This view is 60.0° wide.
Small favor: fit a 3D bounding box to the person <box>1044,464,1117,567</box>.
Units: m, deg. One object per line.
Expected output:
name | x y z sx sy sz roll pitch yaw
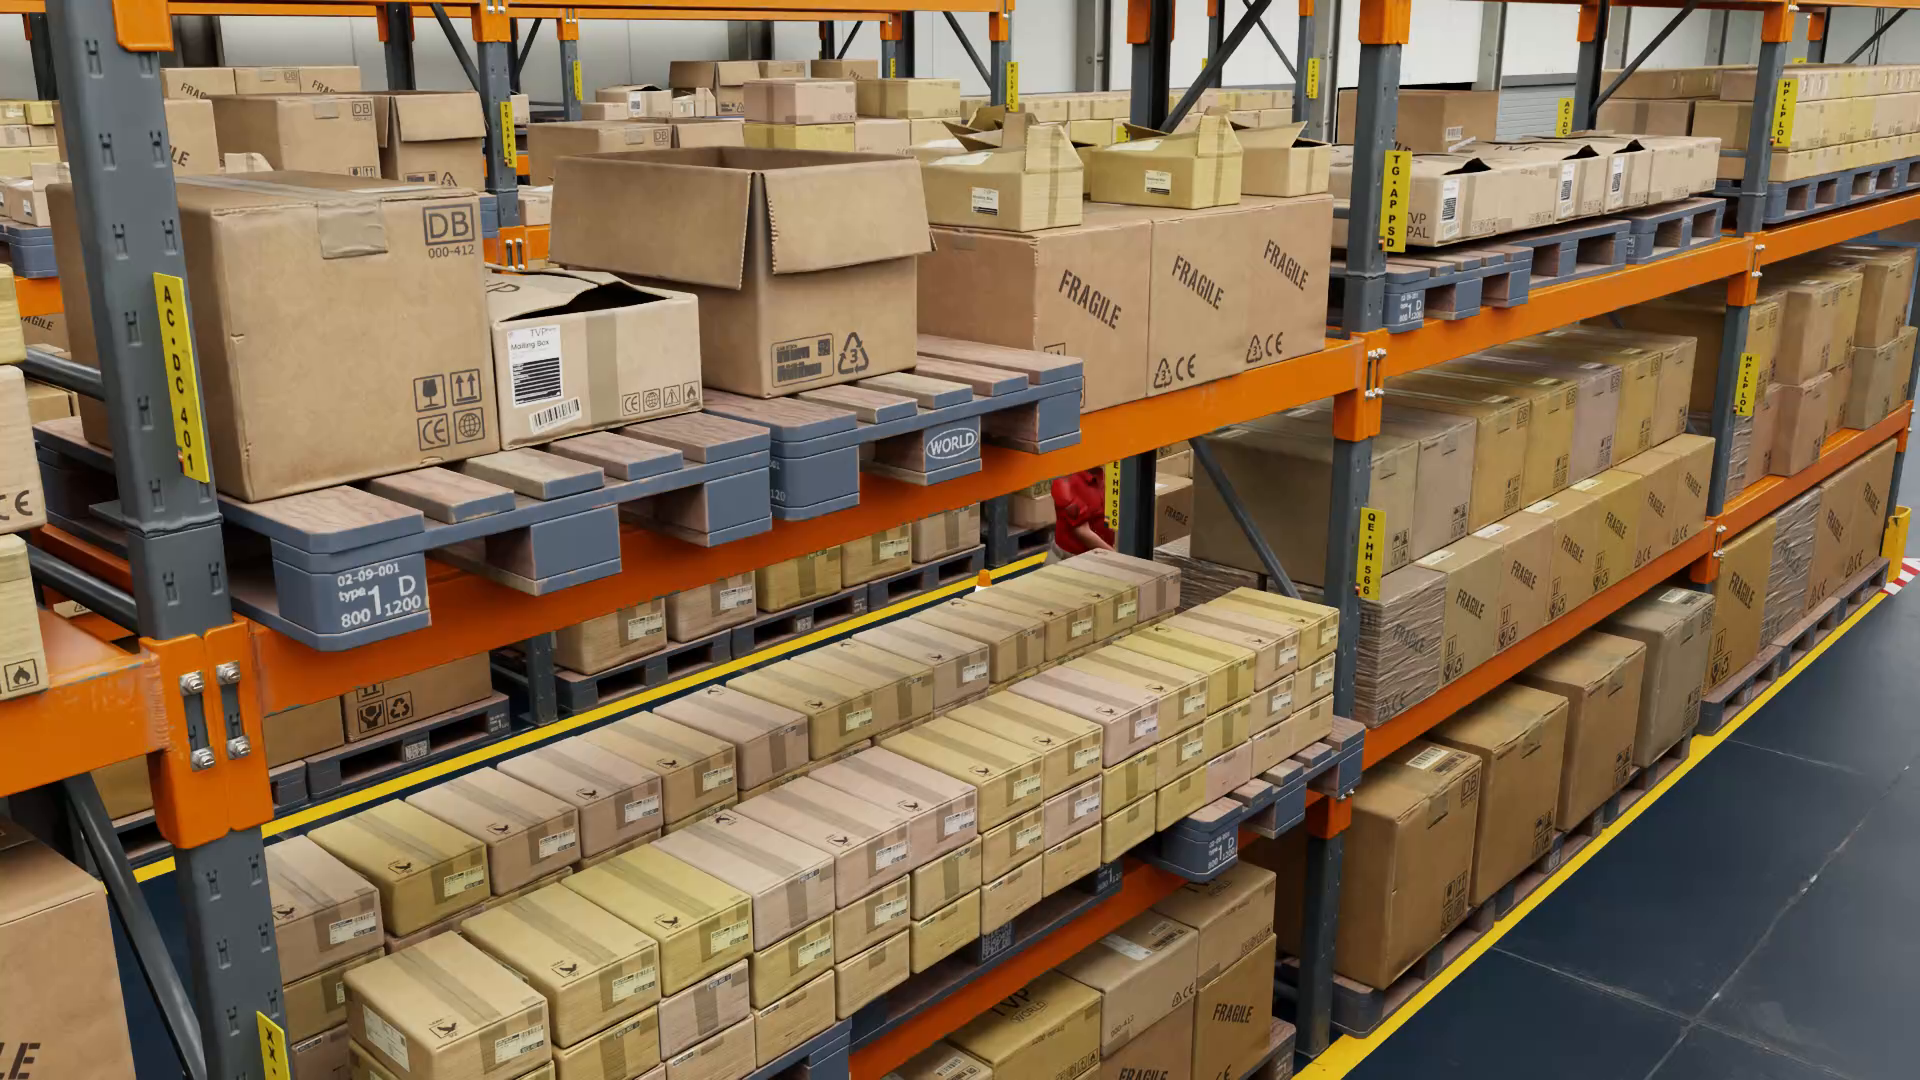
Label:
person | 0.712 0.144 9.642 0.525 1.665 1.075 -14 22 -39
